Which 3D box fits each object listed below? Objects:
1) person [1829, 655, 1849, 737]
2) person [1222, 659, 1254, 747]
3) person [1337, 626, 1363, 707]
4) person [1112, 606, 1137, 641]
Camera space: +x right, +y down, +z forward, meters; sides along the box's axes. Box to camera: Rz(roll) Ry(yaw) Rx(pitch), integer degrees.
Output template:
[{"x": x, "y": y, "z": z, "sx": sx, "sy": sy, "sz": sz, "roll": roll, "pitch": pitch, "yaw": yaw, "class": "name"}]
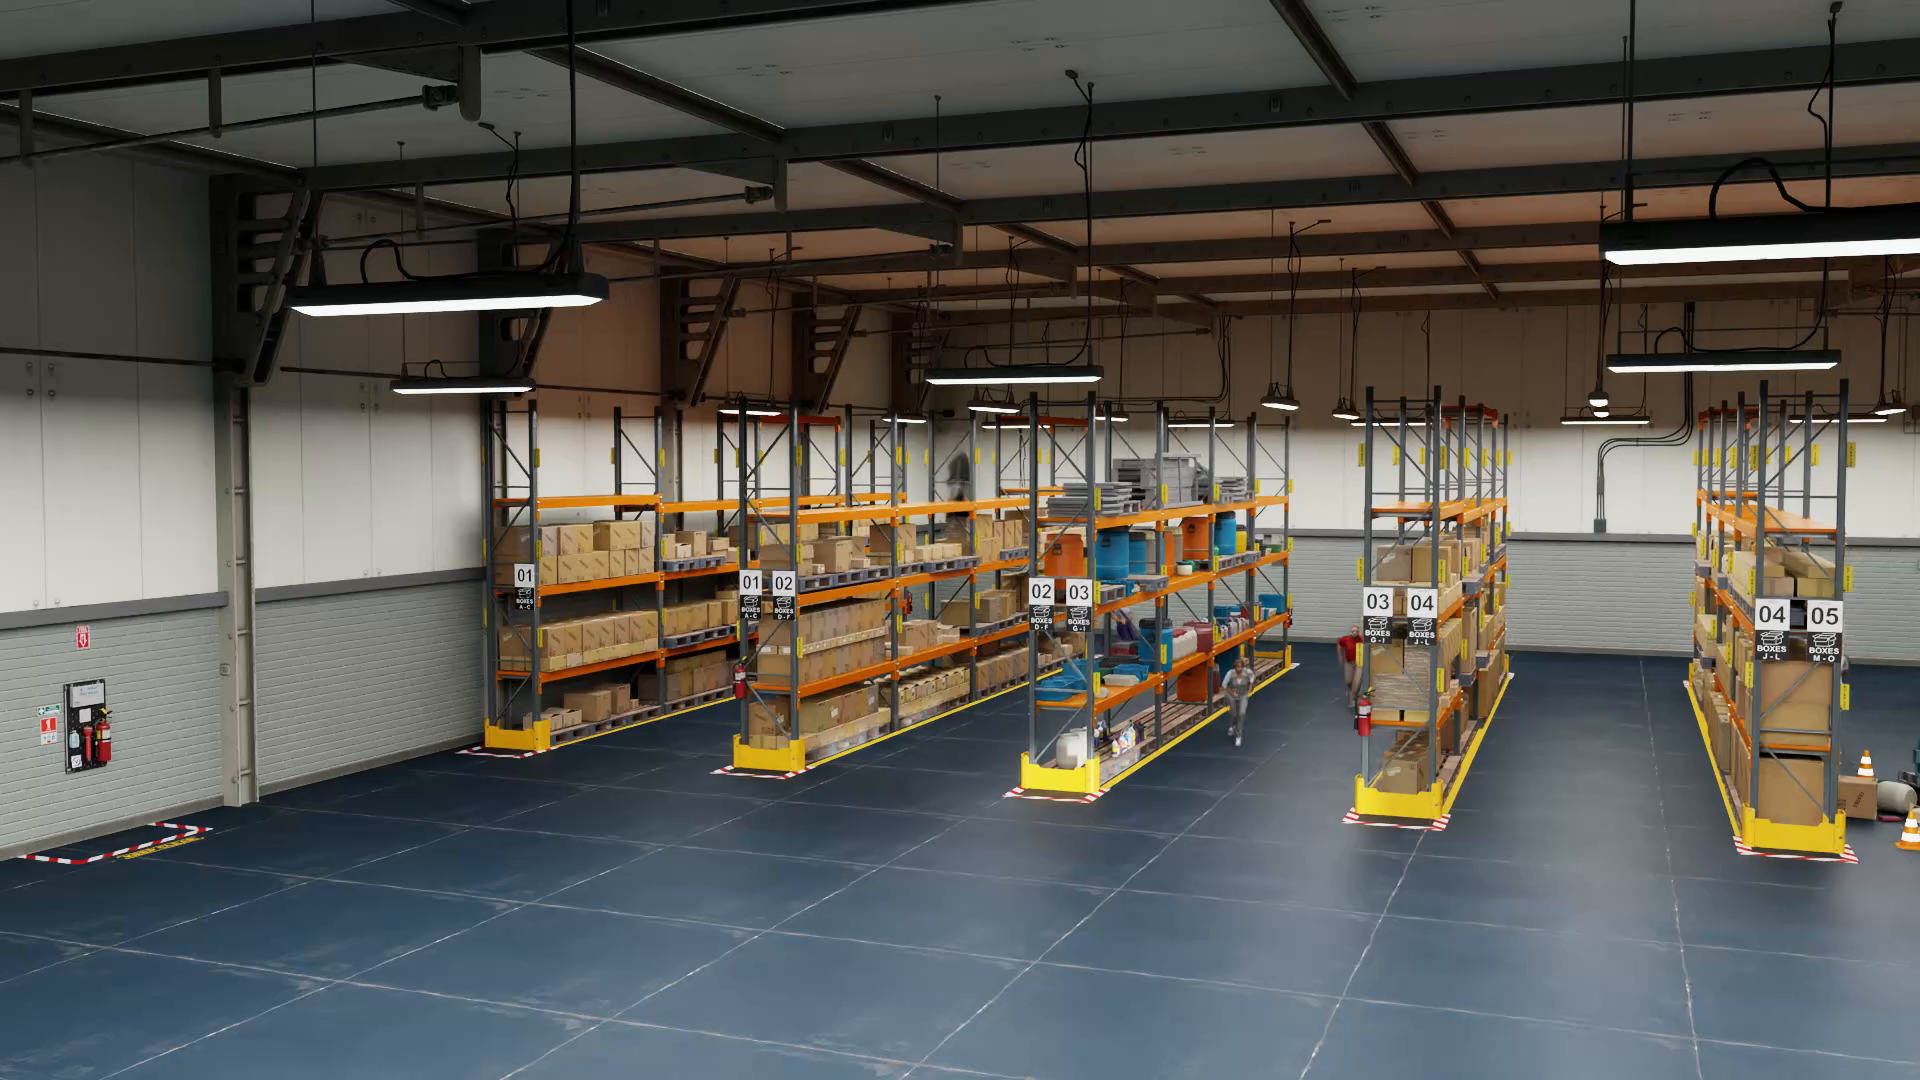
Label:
[{"x": 15.441, "y": 2.639, "z": 29.550, "sx": 0.646, "sy": 1.840, "sz": 0.886, "roll": 1, "pitch": 3, "yaw": 19, "class": "person"}, {"x": 4.867, "y": 2.819, "z": 29.238, "sx": 0.579, "sy": 1.546, "sz": 0.919, "roll": 0, "pitch": 3, "yaw": -1, "class": "person"}, {"x": 7.925, "y": 2.540, "z": 33.476, "sx": 0.653, "sy": 1.654, "sz": 0.745, "roll": 0, "pitch": 3, "yaw": 10, "class": "person"}, {"x": 4.111, "y": 2.163, "z": 41.925, "sx": 0.618, "sy": 1.572, "sz": 0.564, "roll": -2, "pitch": 4, "yaw": -37, "class": "person"}]
